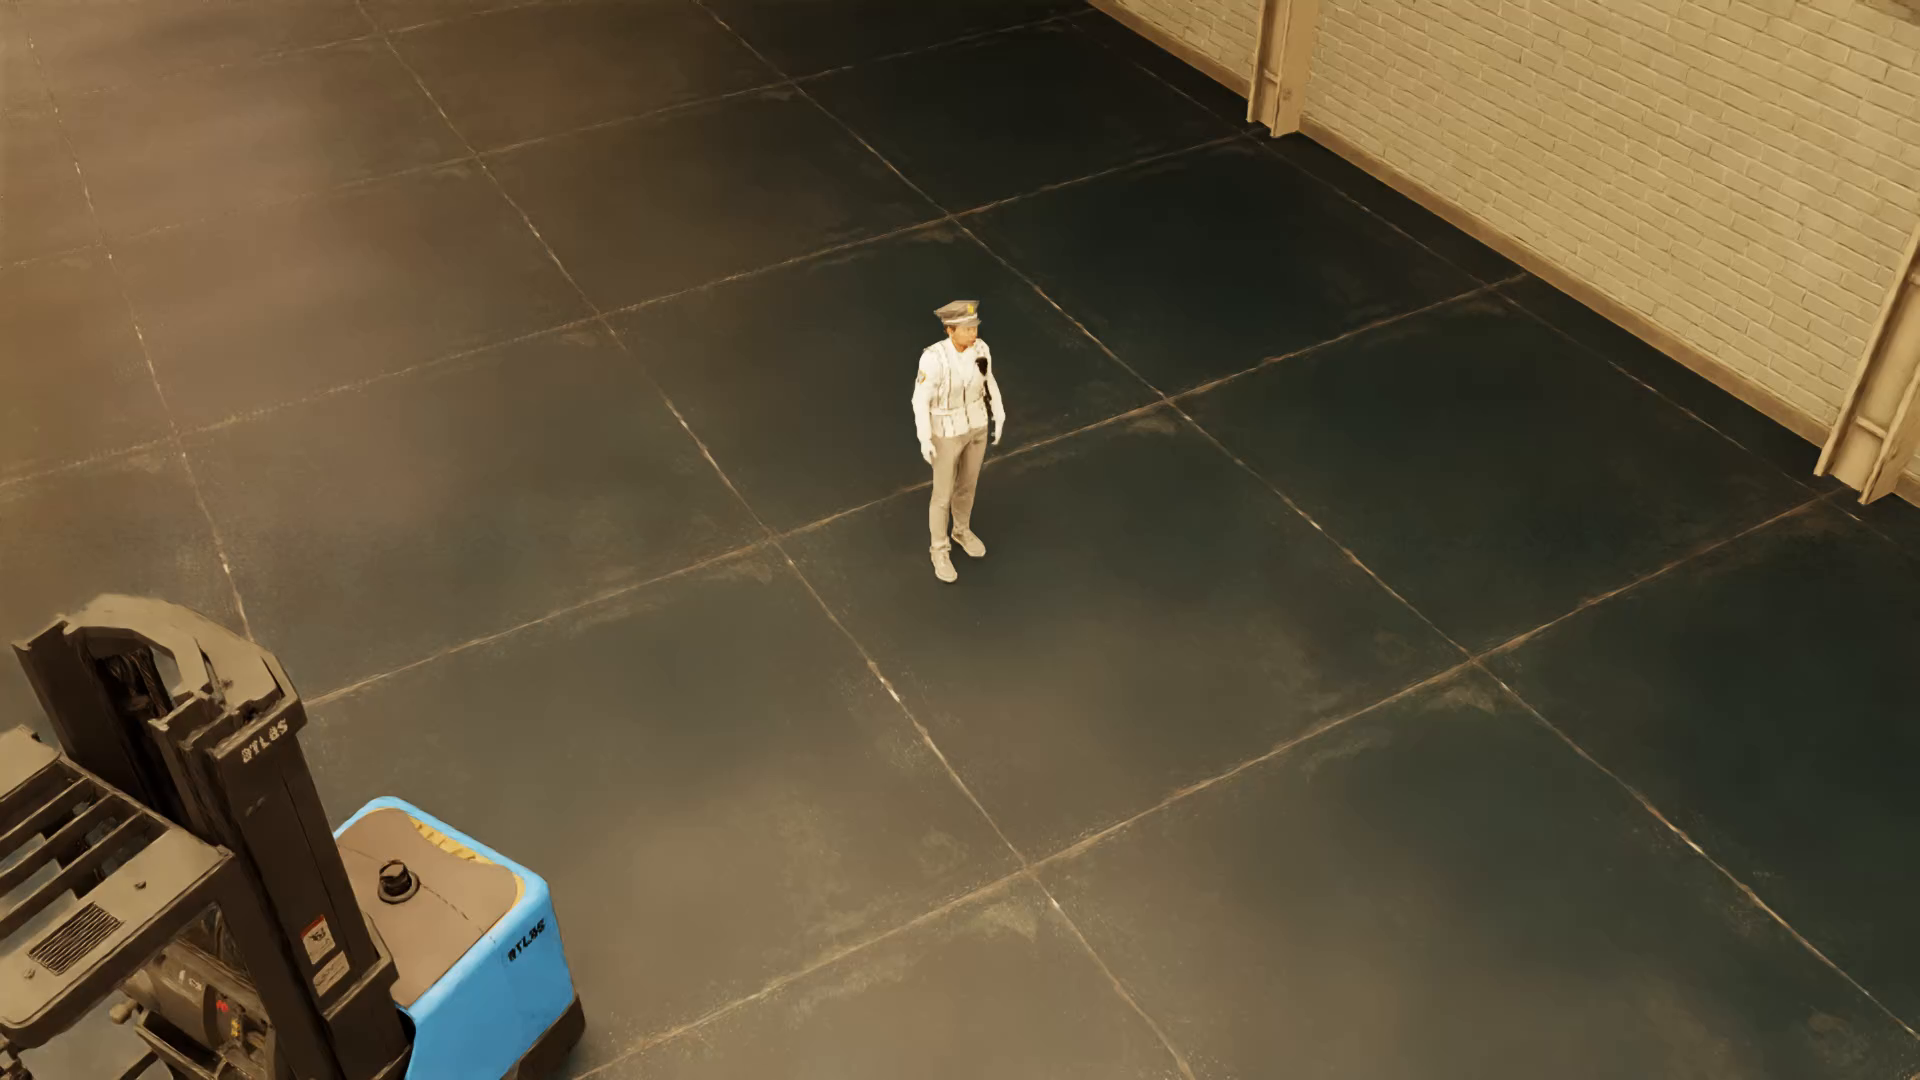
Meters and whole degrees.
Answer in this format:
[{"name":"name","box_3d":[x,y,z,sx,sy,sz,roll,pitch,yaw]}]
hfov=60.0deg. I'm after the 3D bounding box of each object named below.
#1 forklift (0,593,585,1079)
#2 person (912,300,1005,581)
[{"name":"forklift","box_3d":[-2.905,1.763,5.910,1.130,2.935,3.031,21,44,24]},{"name":"person","box_3d":[0.032,-0.612,9.733,0.586,1.692,0.514,-20,44,-23]}]
